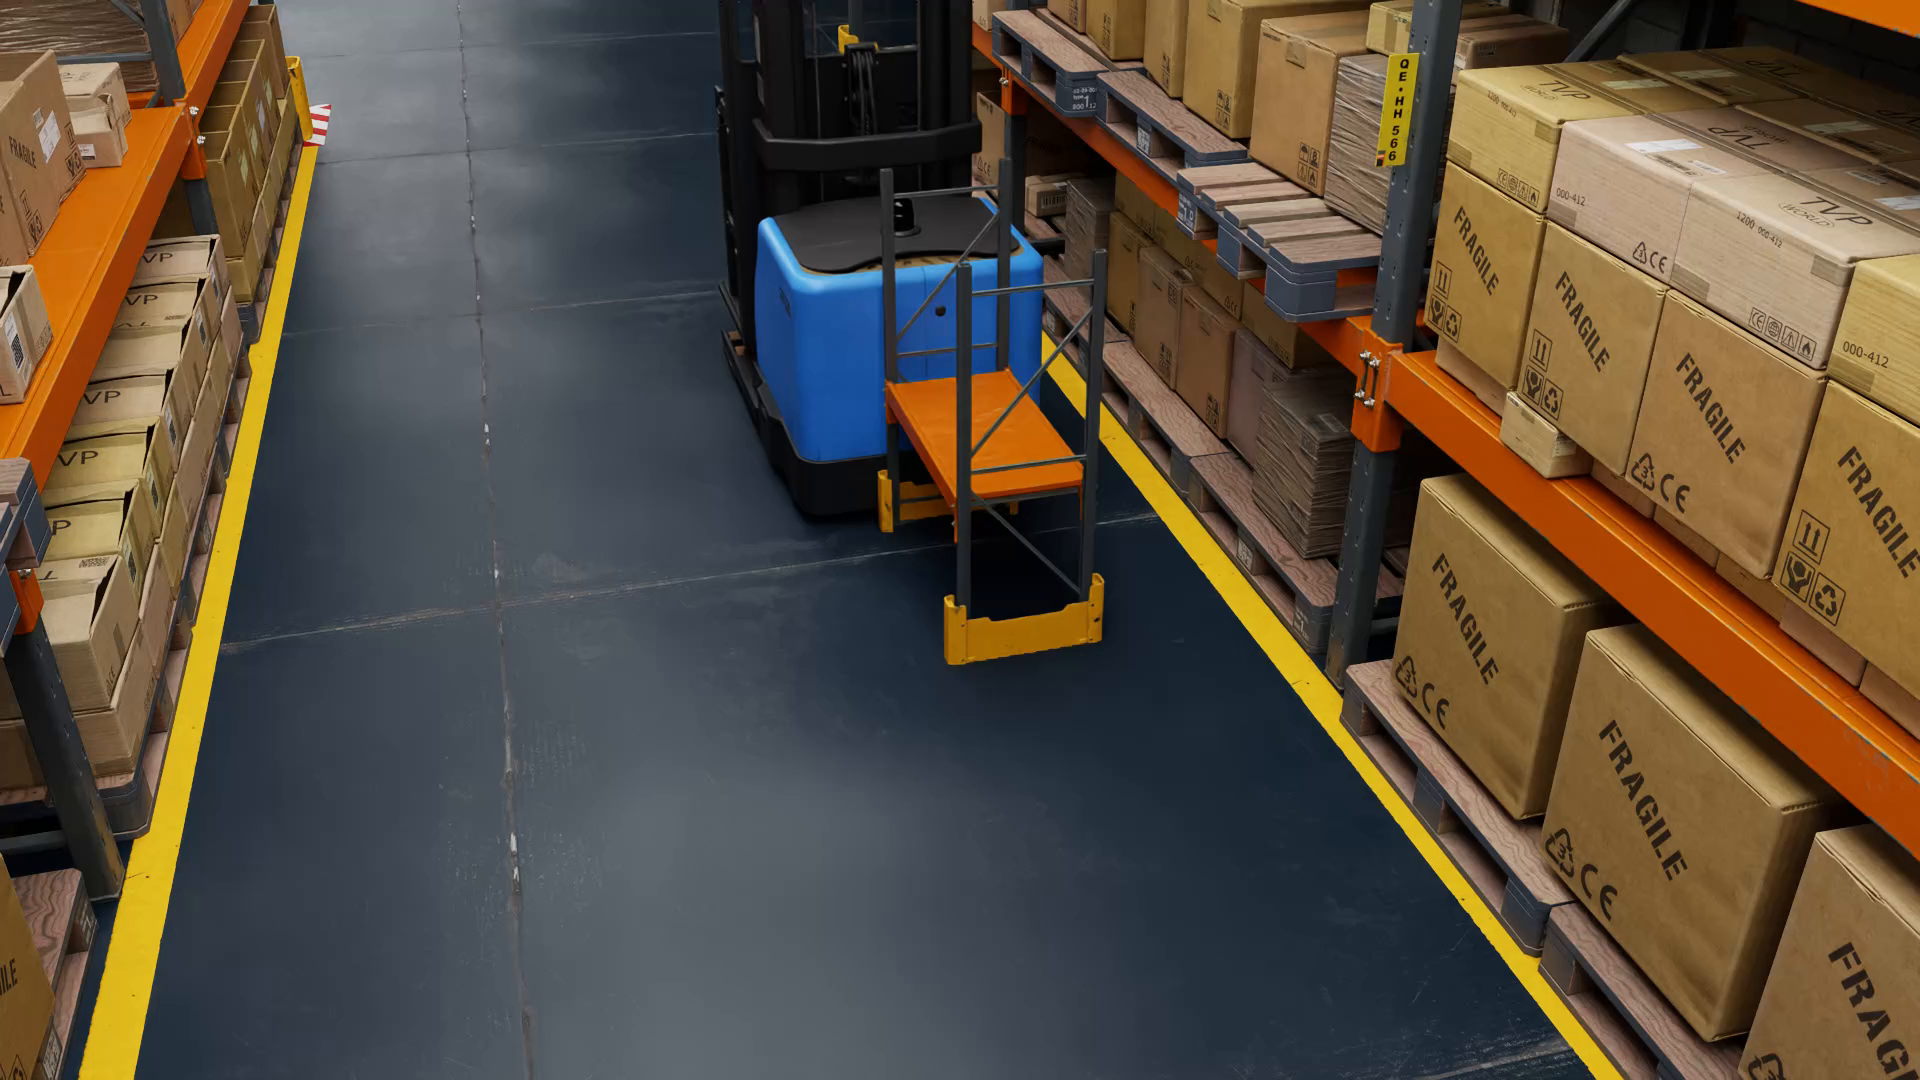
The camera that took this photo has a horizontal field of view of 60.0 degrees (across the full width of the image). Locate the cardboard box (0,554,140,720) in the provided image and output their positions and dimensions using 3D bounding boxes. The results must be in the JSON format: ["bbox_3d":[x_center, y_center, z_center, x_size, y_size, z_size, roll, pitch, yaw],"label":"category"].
[{"bbox_3d":[-2.836,0.276,5.045,0.500,0.311,0.500,-7,31,-12],"label":"cardboard box"}]

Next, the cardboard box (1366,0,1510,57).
[{"bbox_3d":[1.575,-1.689,5.486,0.380,0.149,0.250,-13,33,-22],"label":"cardboard box"}]

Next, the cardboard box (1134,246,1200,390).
[{"bbox_3d":[1.226,-1.051,7.627,0.700,0.500,0.500,-8,31,-13],"label":"cardboard box"}]

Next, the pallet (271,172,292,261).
[{"bbox_3d":[-4.540,-1.903,9.826,1.003,0.211,1.213,-8,31,-13],"label":"pallet"}]

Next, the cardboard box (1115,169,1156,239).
[{"bbox_3d":[1.065,-1.658,7.927,0.500,0.250,0.500,-8,31,-14],"label":"cardboard box"}]

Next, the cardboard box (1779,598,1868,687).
[{"bbox_3d":[2.076,0.171,3.691,0.380,0.149,0.250,-8,31,-13],"label":"cardboard box"}]

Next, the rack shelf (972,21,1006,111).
[{"bbox_3d":[0.202,-3.445,10.425,1.077,0.370,4.000,-8,31,-13],"label":"rack shelf"}]

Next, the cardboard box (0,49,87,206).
[{"bbox_3d":[-3.714,-1.545,6.326,0.500,0.500,0.500,-6,31,-10],"label":"cardboard box"}]

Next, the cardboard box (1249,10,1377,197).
[{"bbox_3d":[1.486,-1.584,5.953,0.700,0.500,0.500,-11,32,-18],"label":"cardboard box"}]

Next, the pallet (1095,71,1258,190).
[{"bbox_3d":[1.230,-1.726,6.929,1.003,0.211,1.213,-8,31,-13],"label":"pallet"}]

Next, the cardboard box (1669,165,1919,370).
[{"bbox_3d":[1.946,-0.609,3.643,0.500,0.250,0.500,-8,31,-13],"label":"cardboard box"}]

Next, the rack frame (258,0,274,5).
[{"bbox_3d":[-5.104,-4.061,10.773,1.000,3.000,0.127,-8,31,-13],"label":"rack frame"}]

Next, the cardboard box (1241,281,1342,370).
[{"bbox_3d":[1.462,-0.916,6.645,0.500,0.250,0.500,-7,31,-12],"label":"cardboard box"}]

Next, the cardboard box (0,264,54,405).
[{"bbox_3d":[-3.031,-0.617,4.910,0.500,0.311,0.500,-8,31,-14],"label":"cardboard box"}]

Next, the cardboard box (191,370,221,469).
[{"bbox_3d":[-3.384,-0.468,6.890,0.500,0.250,0.500,-7,31,-12],"label":"cardboard box"}]

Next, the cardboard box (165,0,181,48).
[{"bbox_3d":[-4.312,-2.640,8.217,0.700,0.500,0.500,-8,31,-14],"label":"cardboard box"}]

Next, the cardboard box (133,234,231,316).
[{"bbox_3d":[-3.658,-1.206,7.606,0.500,0.311,0.500,-8,31,-13],"label":"cardboard box"}]

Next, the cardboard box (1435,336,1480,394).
[{"bbox_3d":[1.659,-0.568,4.968,0.380,0.149,0.250,-8,31,-14],"label":"cardboard box"}]

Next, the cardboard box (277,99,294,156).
[{"bbox_3d":[-4.532,-2.594,10.562,0.500,0.250,0.500,-8,31,-13],"label":"cardboard box"}]

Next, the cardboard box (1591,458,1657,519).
[{"bbox_3d":[1.892,-0.201,4.333,0.380,0.149,0.250,-8,31,-14],"label":"cardboard box"}]

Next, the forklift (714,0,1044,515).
[{"bbox_3d":[-0.551,-2.096,7.445,1.130,2.935,3.031,-8,31,-14],"label":"forklift"}]

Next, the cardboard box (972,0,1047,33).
[{"bbox_3d":[0.315,-2.922,8.934,0.500,0.250,0.500,-8,31,-13],"label":"cardboard box"}]

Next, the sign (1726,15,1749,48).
[{"bbox_3d":[2.329,-1.435,5.078,0.100,0.325,0.005,-8,31,-13],"label":"sign"}]

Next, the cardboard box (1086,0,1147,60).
[{"bbox_3d":[0.977,-2.502,7.540,0.700,0.500,0.500,-5,30,-8],"label":"cardboard box"}]

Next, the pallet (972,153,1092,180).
[{"bbox_3d":[0.193,-2.493,10.847,1.003,0.211,1.213,-8,31,-13],"label":"pallet"}]

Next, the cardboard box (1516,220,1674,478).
[{"bbox_3d":[1.807,-0.516,4.230,0.500,0.500,0.500,-7,31,-12],"label":"cardboard box"}]

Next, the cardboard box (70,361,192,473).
[{"bbox_3d":[-3.254,-0.471,6.336,0.500,0.311,0.500,-8,31,-14],"label":"cardboard box"}]

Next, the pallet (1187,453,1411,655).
[{"bbox_3d":[1.589,-0.029,6.589,1.003,0.211,1.213,-8,31,-13],"label":"pallet"}]

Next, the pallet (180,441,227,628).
[{"bbox_3d":[-3.481,0.018,6.508,1.003,0.211,1.213,-8,31,-13],"label":"pallet"}]

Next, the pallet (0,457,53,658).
[{"bbox_3d":[-2.733,0.203,3.596,1.213,0.211,1.003,-8,31,-13],"label":"pallet"}]

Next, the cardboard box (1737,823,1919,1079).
[{"bbox_3d":[2.320,1.097,3.587,0.750,0.750,0.750,-7,31,-12],"label":"cardboard box"}]

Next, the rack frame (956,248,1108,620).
[{"bbox_3d":[0.232,-0.254,5.691,0.500,1.500,0.032,-8,31,-14],"label":"rack frame"}]

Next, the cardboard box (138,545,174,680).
[{"bbox_3d":[-2.970,0.276,5.604,0.500,0.250,0.500,-9,31,-15],"label":"cardboard box"}]

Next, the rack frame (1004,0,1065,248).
[{"bbox_3d":[0.733,-2.790,8.576,1.000,3.000,0.127,-8,31,-13],"label":"rack frame"}]

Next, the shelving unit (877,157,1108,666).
[{"bbox_3d":[0.093,-0.494,6.106,0.587,1.500,1.083,-8,31,-14],"label":"shelving unit"}]

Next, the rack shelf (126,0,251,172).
[{"bbox_3d":[-4.573,-2.784,9.284,1.077,0.370,4.000,-8,31,-13],"label":"rack shelf"}]

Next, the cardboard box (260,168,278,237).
[{"bbox_3d":[-4.128,-1.870,9.312,0.500,0.250,0.500,-8,31,-13],"label":"cardboard box"}]

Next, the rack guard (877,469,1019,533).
[{"bbox_3d":[-0.045,-0.193,6.833,0.587,0.250,0.087,-8,31,-14],"label":"rack guard"}]

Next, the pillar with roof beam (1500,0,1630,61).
[{"bbox_3d":[-1.867,-3.625,4.030,9.100,9.000,0.400,-8,31,-13],"label":"pillar with roof beam"}]

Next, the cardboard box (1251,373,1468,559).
[{"bbox_3d":[1.553,-0.307,6.343,0.700,0.500,0.500,-7,31,-13],"label":"cardboard box"}]

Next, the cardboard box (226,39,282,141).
[{"bbox_3d":[-4.395,-2.677,9.958,0.500,0.500,0.500,-8,31,-13],"label":"cardboard box"}]

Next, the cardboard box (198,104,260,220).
[{"bbox_3d":[-4.004,-1.952,8.705,0.500,0.500,0.500,-8,31,-13],"label":"cardboard box"}]

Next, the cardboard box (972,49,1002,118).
[{"bbox_3d":[0.066,-2.848,10.732,0.700,0.500,0.500,-10,31,-16],"label":"cardboard box"}]
